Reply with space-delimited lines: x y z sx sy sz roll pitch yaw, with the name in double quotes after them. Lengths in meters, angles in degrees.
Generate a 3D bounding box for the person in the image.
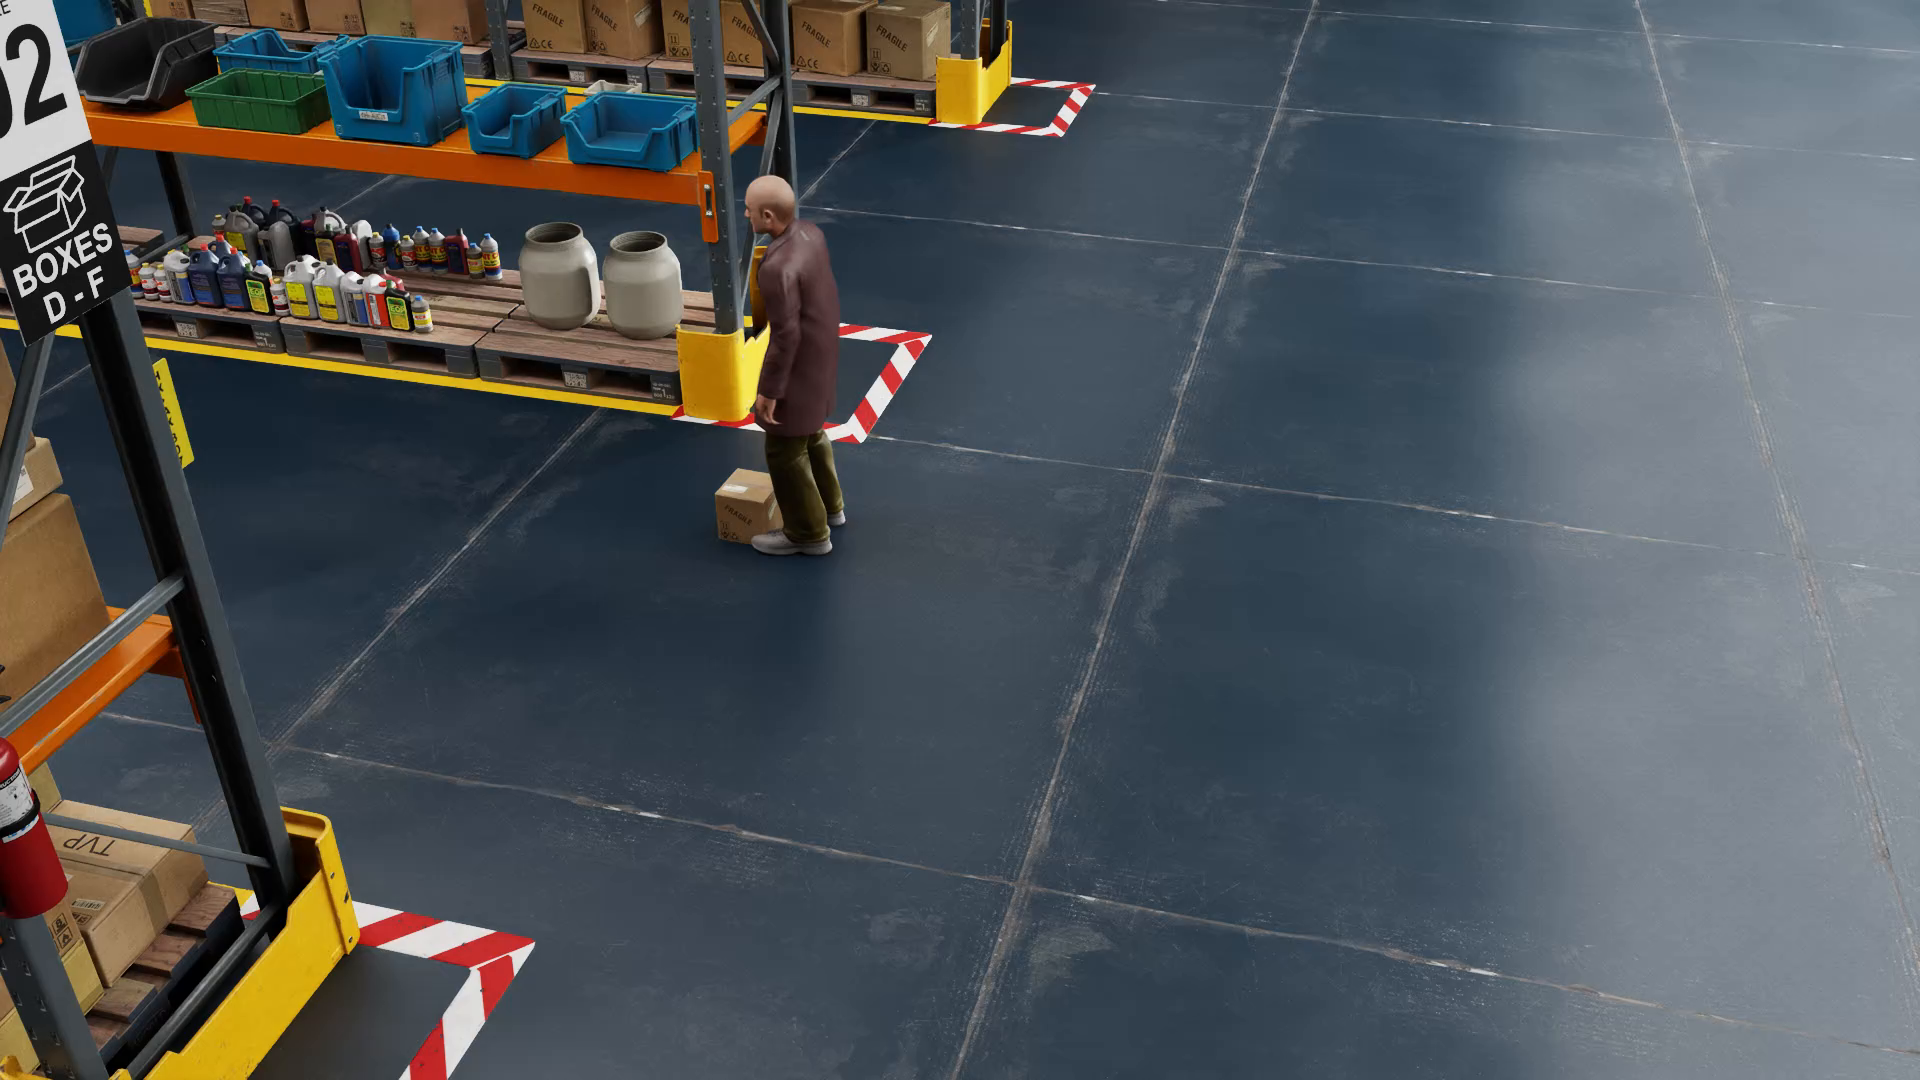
-0.744 -0.658 7.407 0.406 1.541 0.655 7 33 10 "person"
